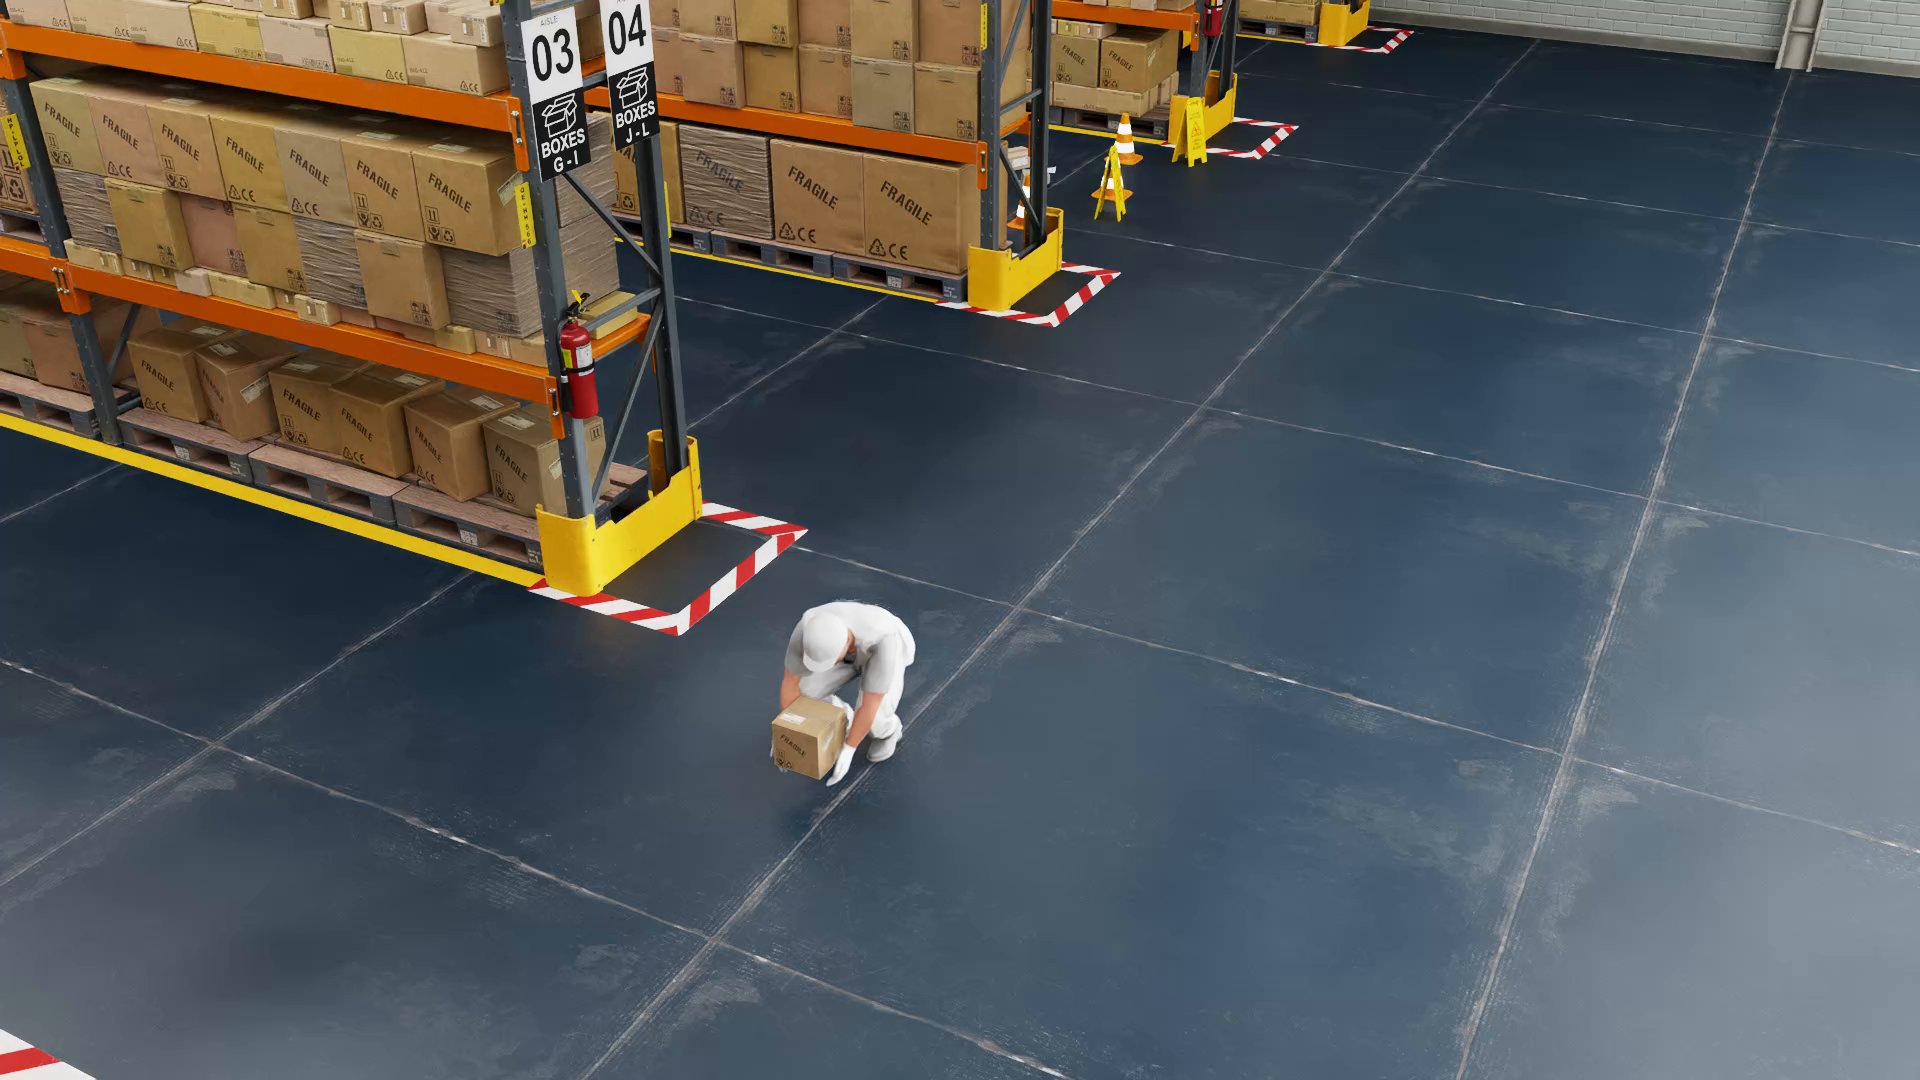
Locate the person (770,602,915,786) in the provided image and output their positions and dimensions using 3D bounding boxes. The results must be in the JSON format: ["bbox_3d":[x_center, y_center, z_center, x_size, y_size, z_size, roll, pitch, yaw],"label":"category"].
[{"bbox_3d":[-0.523,0.640,7.962,0.566,0.991,0.876,14,33,23],"label":"person"}]
